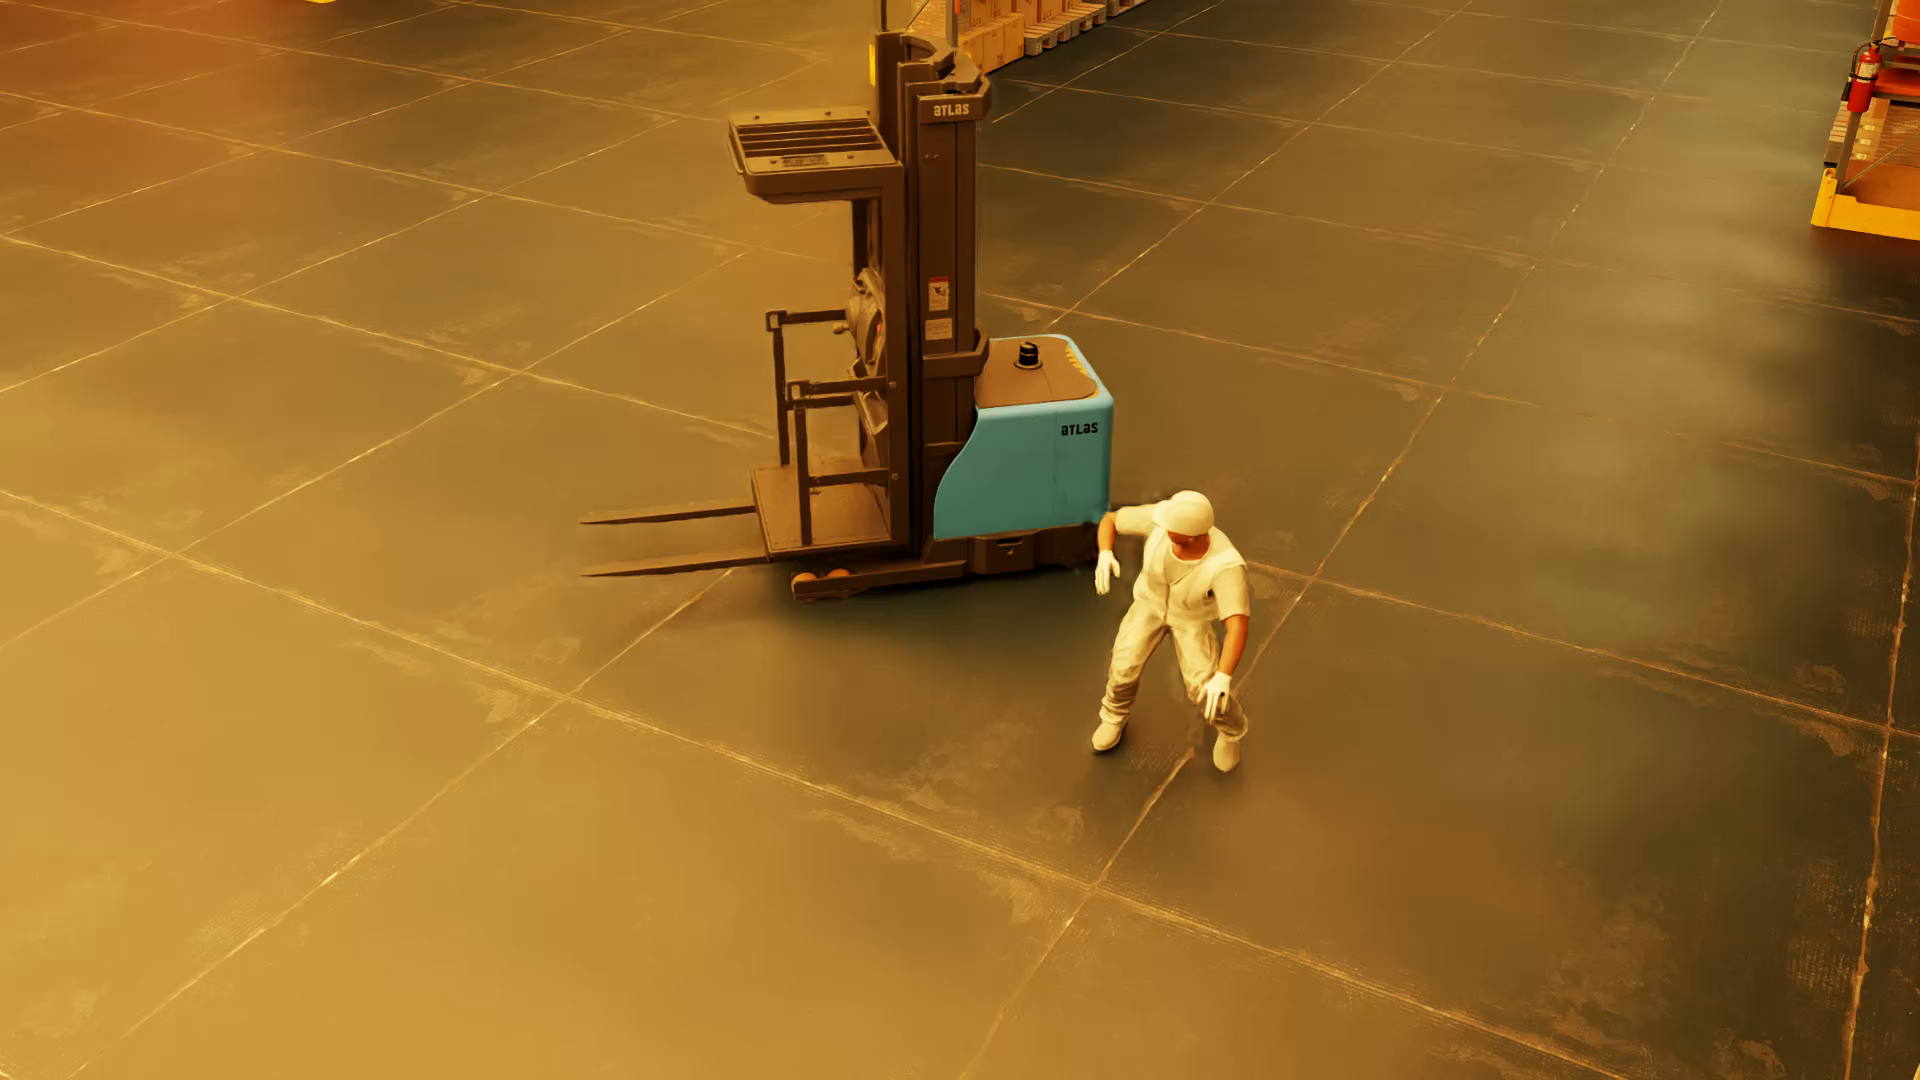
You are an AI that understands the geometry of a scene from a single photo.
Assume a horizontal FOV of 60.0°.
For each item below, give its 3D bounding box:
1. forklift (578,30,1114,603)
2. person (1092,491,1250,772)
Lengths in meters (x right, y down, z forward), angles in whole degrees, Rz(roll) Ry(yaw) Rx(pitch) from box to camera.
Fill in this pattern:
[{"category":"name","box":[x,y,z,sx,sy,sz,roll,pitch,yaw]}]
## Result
[{"category":"forklift","box":[-0.696,-1.204,9.157,3.031,2.935,1.130,-6,31,-10]},{"category":"person","box":[0.962,0.432,7.796,0.825,1.514,0.926,13,32,21]}]
